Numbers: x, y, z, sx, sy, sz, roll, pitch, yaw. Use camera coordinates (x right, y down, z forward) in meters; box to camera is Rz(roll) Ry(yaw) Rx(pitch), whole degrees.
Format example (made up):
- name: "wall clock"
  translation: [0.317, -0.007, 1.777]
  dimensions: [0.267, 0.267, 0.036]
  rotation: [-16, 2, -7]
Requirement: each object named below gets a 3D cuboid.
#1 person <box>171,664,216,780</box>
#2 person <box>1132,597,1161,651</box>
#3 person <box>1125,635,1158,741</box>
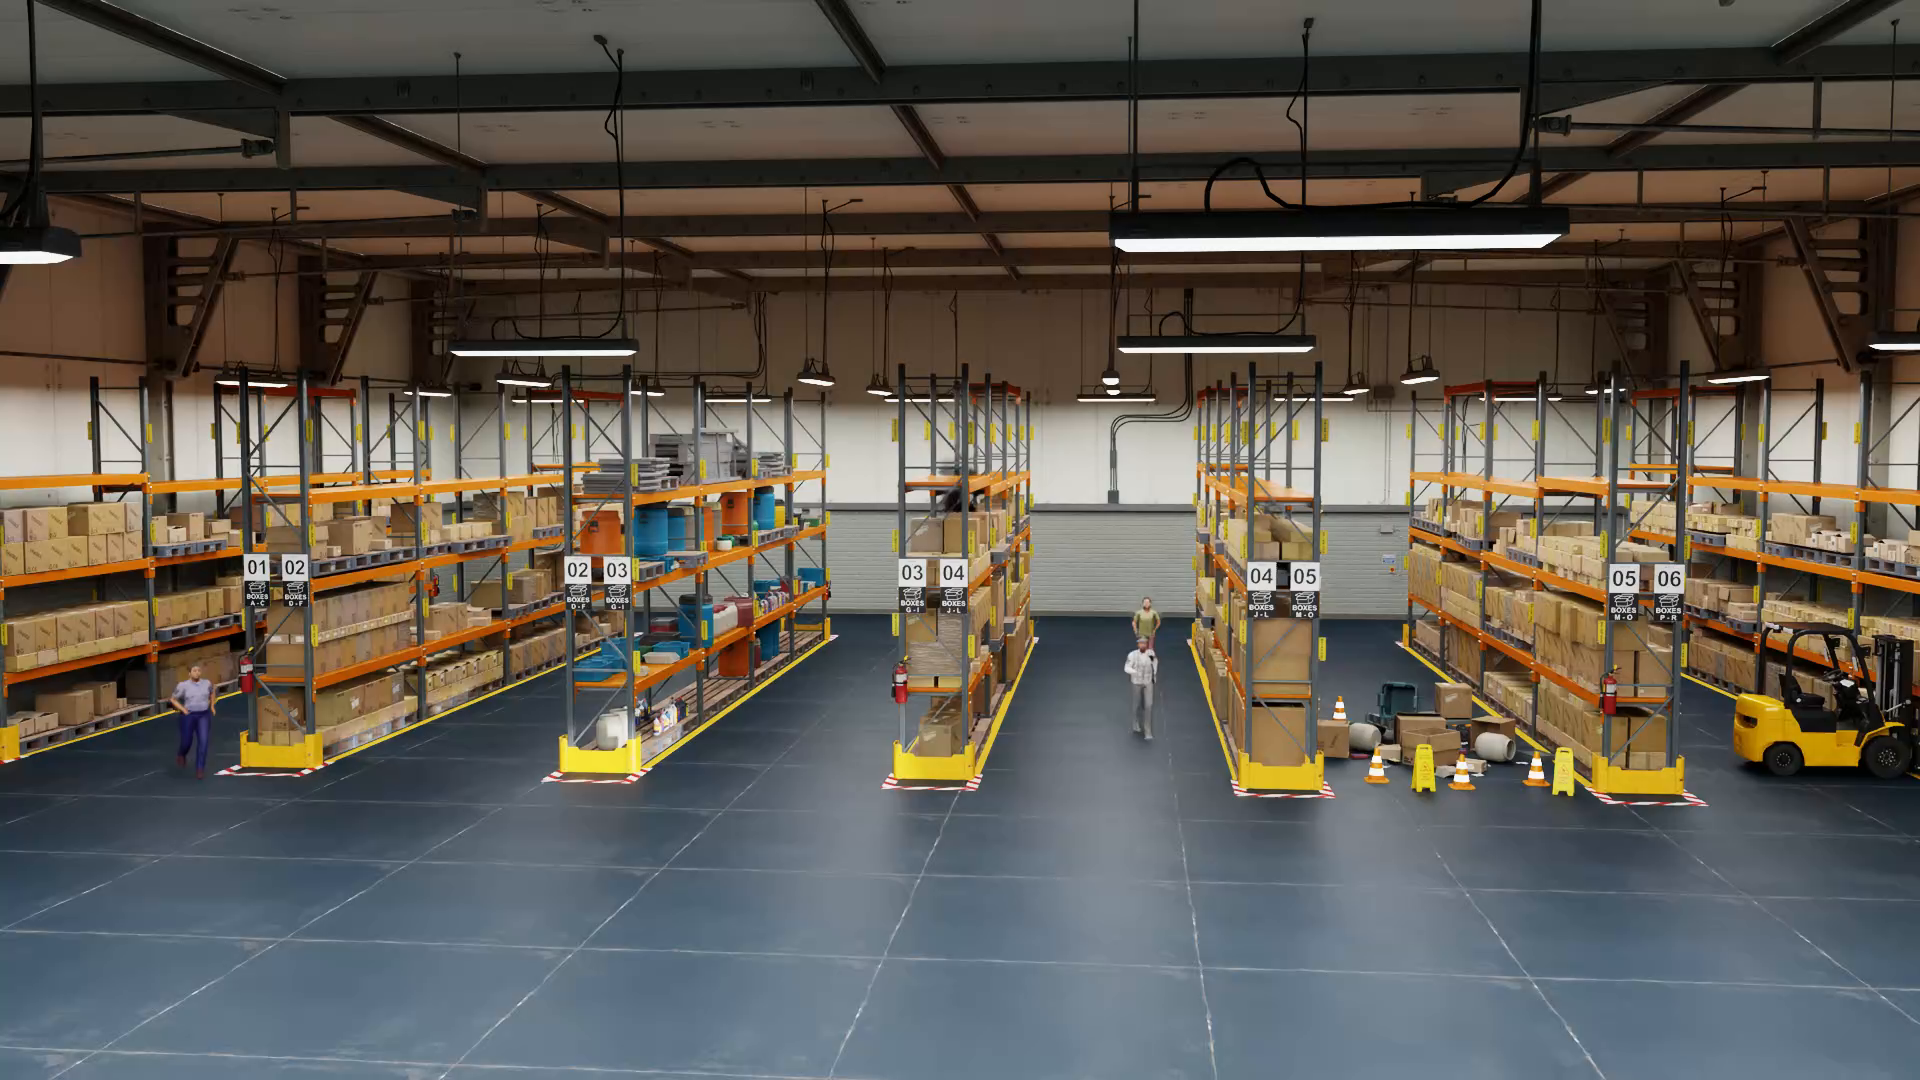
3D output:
- name: "person"
  translation: [-11.205, 2.640, 24.374]
  dimensions: [0.637, 1.622, 0.925]
  rotation: [-3, 5, -36]
- name: "person"
  translation: [3.867, 1.992, 34.430]
  dimensions: [0.589, 1.627, 0.565]
  rotation: [0, 4, 5]
- name: "person"
  translation: [2.992, 2.395, 27.429]
  dimensions: [0.562, 1.715, 0.857]
  rotation: [0, 4, 2]
